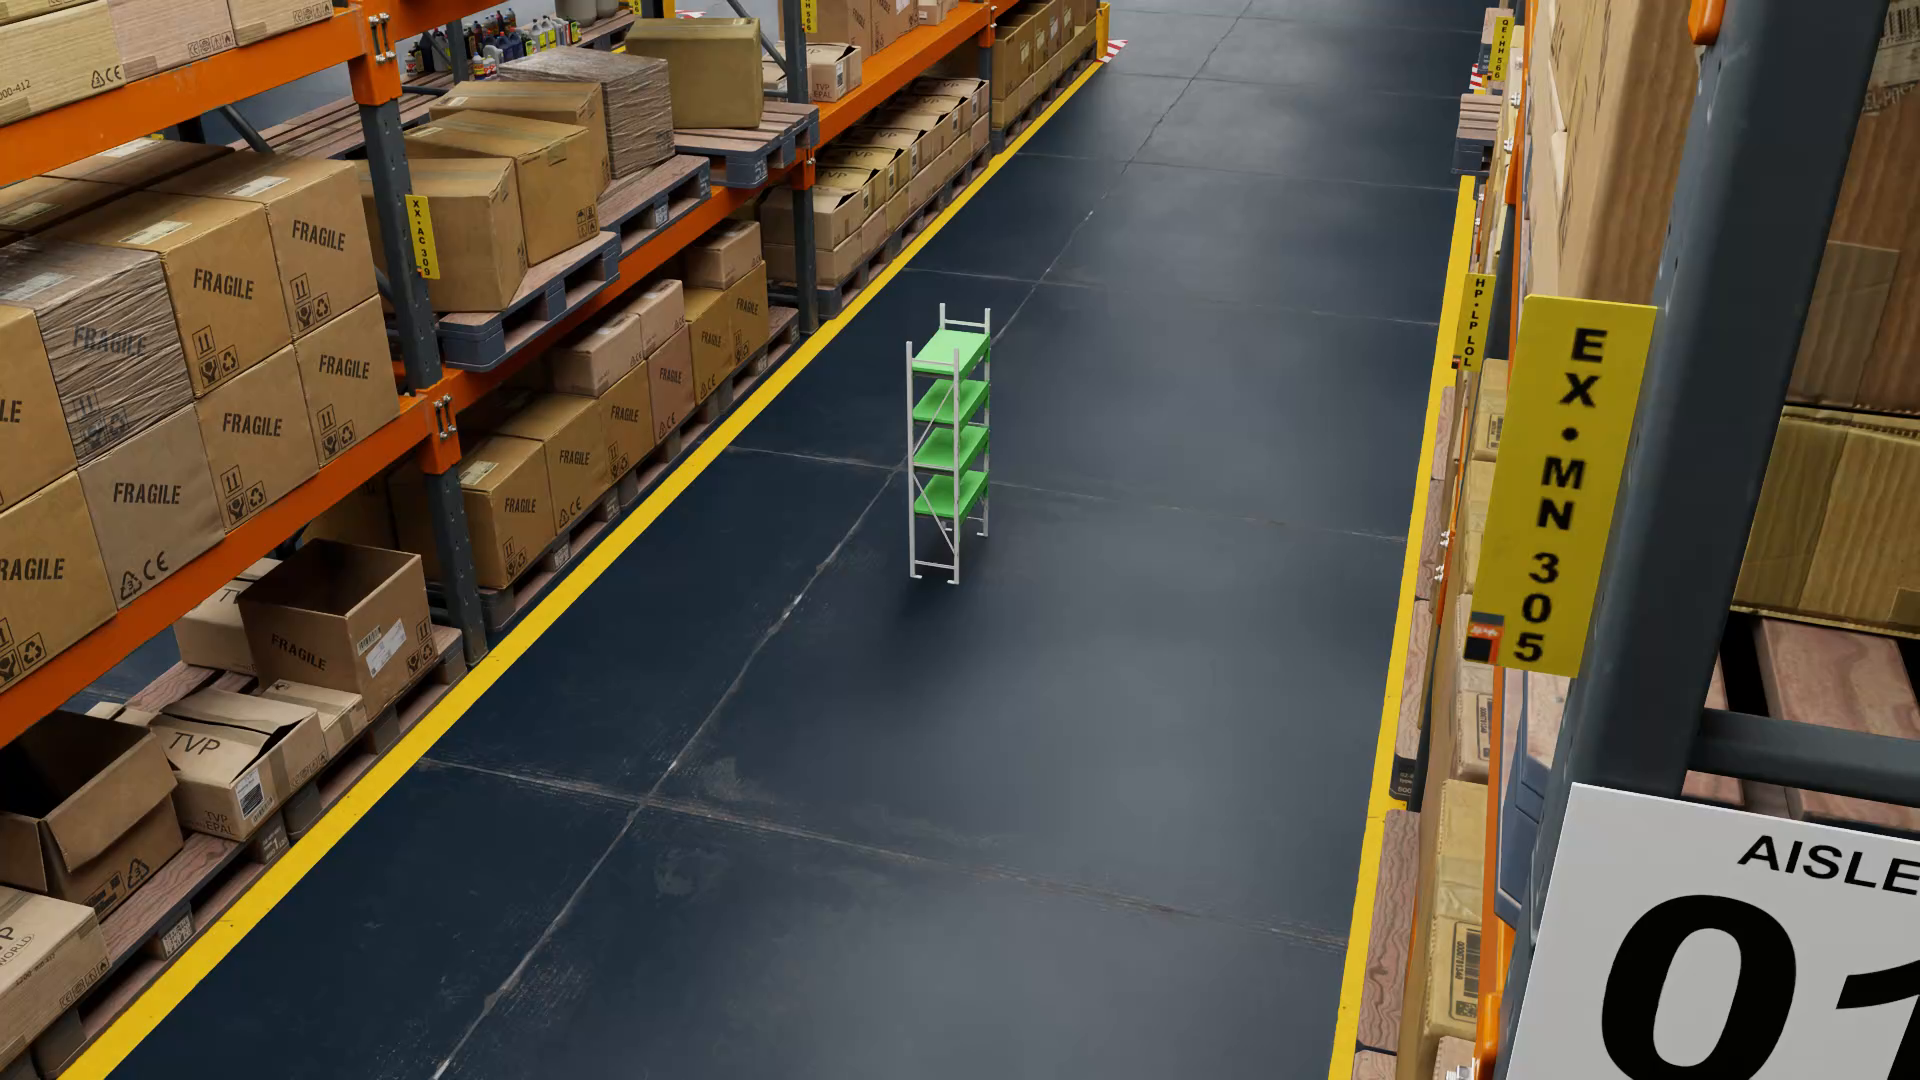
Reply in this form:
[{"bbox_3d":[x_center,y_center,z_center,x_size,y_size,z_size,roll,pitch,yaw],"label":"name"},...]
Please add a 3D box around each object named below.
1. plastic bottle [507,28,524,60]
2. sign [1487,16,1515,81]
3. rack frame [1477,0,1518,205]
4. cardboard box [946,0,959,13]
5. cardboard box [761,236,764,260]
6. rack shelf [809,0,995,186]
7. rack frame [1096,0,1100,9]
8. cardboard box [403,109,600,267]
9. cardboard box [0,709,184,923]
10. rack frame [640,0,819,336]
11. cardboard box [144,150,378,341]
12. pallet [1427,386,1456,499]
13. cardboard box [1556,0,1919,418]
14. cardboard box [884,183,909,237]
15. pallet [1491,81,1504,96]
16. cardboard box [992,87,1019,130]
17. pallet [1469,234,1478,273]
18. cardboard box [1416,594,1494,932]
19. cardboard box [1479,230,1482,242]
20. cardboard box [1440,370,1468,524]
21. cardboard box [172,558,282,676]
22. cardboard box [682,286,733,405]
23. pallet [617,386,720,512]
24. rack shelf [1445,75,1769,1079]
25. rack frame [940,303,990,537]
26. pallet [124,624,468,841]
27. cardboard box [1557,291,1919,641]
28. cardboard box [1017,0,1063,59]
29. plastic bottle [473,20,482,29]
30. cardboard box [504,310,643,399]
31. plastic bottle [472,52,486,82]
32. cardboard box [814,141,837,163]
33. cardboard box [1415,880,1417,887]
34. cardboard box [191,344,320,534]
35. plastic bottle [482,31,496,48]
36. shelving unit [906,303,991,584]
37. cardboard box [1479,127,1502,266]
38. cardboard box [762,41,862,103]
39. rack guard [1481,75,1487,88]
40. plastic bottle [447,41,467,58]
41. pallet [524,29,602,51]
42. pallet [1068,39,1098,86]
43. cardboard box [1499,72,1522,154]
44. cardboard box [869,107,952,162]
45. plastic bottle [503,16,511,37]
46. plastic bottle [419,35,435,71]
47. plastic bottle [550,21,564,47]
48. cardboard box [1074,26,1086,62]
[{"bbox_3d":[-4.273,-4.716,15.915,0.144,0.351,0.185,7,30,13],"label":"plastic bottle"},{"bbox_3d":[2.813,-2.550,8.638,0.100,0.325,0.005,8,30,15],"label":"sign"},{"bbox_3d":[4.508,-3.864,12.111,1.000,3.000,0.127,8,30,15],"label":"rack frame"},{"bbox_3d":[-0.331,-4.269,12.992,0.500,0.250,0.500,10,31,18],"label":"cardboard box"},{"bbox_3d":[-1.481,-1.972,11.105,0.500,0.250,0.500,9,30,16],"label":"cardboard box"},{"bbox_3d":[-0.815,-3.326,11.882,1.077,0.370,4.000,8,30,15],"label":"rack shelf"},{"bbox_3d":[0.946,-6.428,16.720,1.000,3.000,0.127,8,30,15],"label":"rack frame"},{"bbox_3d":[-2.082,-1.596,7.498,0.700,0.500,0.500,13,32,23],"label":"cardboard box"},{"bbox_3d":[-3.123,0.921,5.624,0.797,0.503,0.637,8,30,15],"label":"cardboard box"},{"bbox_3d":[-1.402,-2.710,10.037,1.000,3.000,0.127,8,30,15],"label":"rack frame"},{"bbox_3d":[-2.477,-1.060,5.939,0.500,0.500,0.500,9,30,15],"label":"cardboard box"},{"bbox_3d":[3.031,-0.431,8.808,1.003,0.211,1.213,8,30,15],"label":"pallet"},{"bbox_3d":[0.940,-0.467,1.766,0.500,0.500,0.500,8,30,15],"label":"cardboard box"},{"bbox_3d":[-0.674,-2.370,11.821,0.500,0.250,0.500,8,30,14],"label":"cardboard box"},{"bbox_3d":[3.876,-2.847,10.480,1.003,0.211,1.213,8,30,15],"label":"pallet"},{"bbox_3d":[0.198,-3.724,14.254,0.500,0.250,0.500,8,30,15],"label":"cardboard box"},{"bbox_3d":[3.925,-1.715,11.115,1.003,0.211,1.213,8,30,15],"label":"pallet"},{"bbox_3d":[1.562,0.650,3.687,0.980,0.700,0.700,7,30,12],"label":"cardboard box"},{"bbox_3d":[2.775,-1.557,8.201,0.380,0.149,0.250,9,30,16],"label":"cardboard box"},{"bbox_3d":[2.730,-0.520,7.879,0.750,0.750,0.750,8,30,15],"label":"cardboard box"},{"bbox_3d":[-2.906,0.295,6.947,0.500,0.311,0.500,8,30,15],"label":"cardboard box"},{"bbox_3d":[-1.605,-1.102,9.264,0.500,0.500,0.500,7,30,13],"label":"cardboard box"},{"bbox_3d":[-2.018,-0.585,9.085,1.003,0.211,1.213,8,30,15],"label":"pallet"},{"bbox_3d":[1.573,-0.213,3.203,1.077,0.370,4.000,8,30,15],"label":"rack shelf"},{"bbox_3d":[0.023,-0.561,8.024,0.240,1.200,0.015,8,30,15],"label":"rack frame"},{"bbox_3d":[-2.779,0.686,6.800,1.003,0.211,1.213,8,30,15],"label":"pallet"},{"bbox_3d":[0.947,-0.138,1.947,0.500,0.250,0.500,9,30,16],"label":"cardboard box"},{"bbox_3d":[0.645,-4.747,15.323,0.500,0.500,0.500,8,30,15],"label":"cardboard box"},{"bbox_3d":[-4.808,-5.039,16.576,0.097,0.271,0.097,0,29,0],"label":"plastic bottle"},{"bbox_3d":[-1.908,-0.934,8.191,0.500,0.250,0.500,9,30,15],"label":"cardboard box"},{"bbox_3d":[-4.450,-4.363,15.362,0.097,0.271,0.097,0,29,0],"label":"plastic bottle"},{"bbox_3d":[-1.187,-2.693,11.824,0.500,0.311,0.500,8,30,15],"label":"cardboard box"},{"bbox_3d":[1.568,0.945,4.938,0.380,0.149,0.250,10,30,17],"label":"cardboard box"},{"bbox_3d":[-2.628,-0.387,5.757,0.500,0.500,0.500,9,30,16],"label":"cardboard box"},{"bbox_3d":[-4.467,-4.649,15.794,0.144,0.351,0.185,8,30,15],"label":"plastic bottle"},{"bbox_3d":[-0.049,-0.447,7.820,0.258,1.200,0.503,8,30,15],"label":"shelving unit"},{"bbox_3d":[2.638,-1.526,7.478,0.500,0.500,0.500,8,30,15],"label":"cardboard box"},{"bbox_3d":[-0.955,-3.060,10.756,0.500,0.311,0.500,8,30,14],"label":"cardboard box"},{"bbox_3d":[5.660,-4.595,15.997,1.175,0.500,0.348,8,30,15],"label":"rack guard"},{"bbox_3d":[-4.843,-4.700,15.963,0.152,0.276,0.135,8,30,15],"label":"plastic bottle"},{"bbox_3d":[-4.369,-4.934,16.903,1.003,0.211,1.213,8,30,15],"label":"pallet"},{"bbox_3d":[0.761,-4.848,16.748,1.003,0.211,1.213,8,30,15],"label":"pallet"},{"bbox_3d":[2.654,-1.858,7.304,0.500,0.250,0.500,9,30,15],"label":"cardboard box"},{"bbox_3d":[-0.369,-3.093,12.544,0.500,0.311,0.500,8,30,15],"label":"cardboard box"},{"bbox_3d":[-4.649,-5.260,17.046,0.097,0.201,0.097,0,29,0],"label":"plastic bottle"},{"bbox_3d":[-5.049,-4.653,15.801,0.144,0.351,0.185,8,30,14],"label":"plastic bottle"},{"bbox_3d":[-4.049,-5.045,16.583,0.152,0.276,0.135,8,30,13],"label":"plastic bottle"},{"bbox_3d":[0.936,-4.885,16.342,0.500,0.250,0.500,8,30,15],"label":"cardboard box"}]
